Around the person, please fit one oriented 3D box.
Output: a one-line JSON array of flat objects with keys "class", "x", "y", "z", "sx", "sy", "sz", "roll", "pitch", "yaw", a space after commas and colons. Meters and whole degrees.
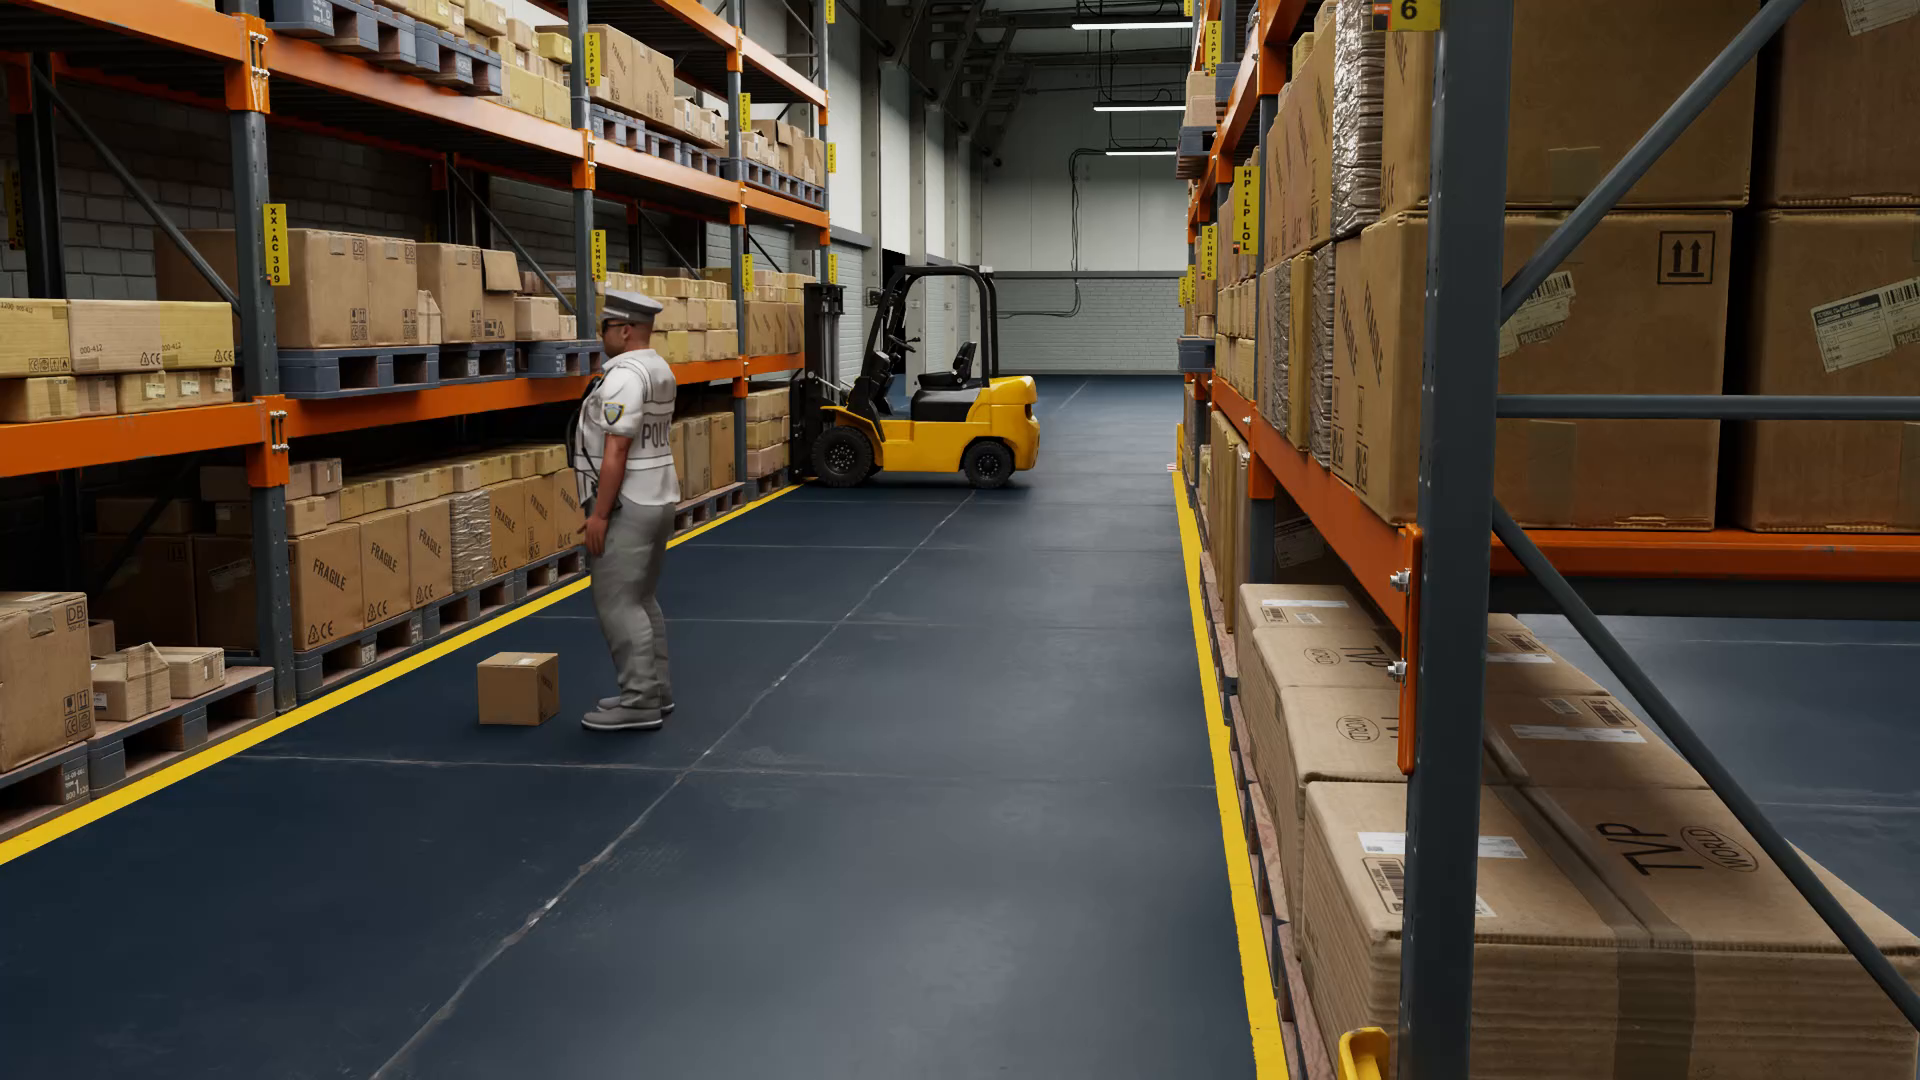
[{"class": "person", "x": -1.346, "y": -0.127, "z": 6.695, "sx": 0.398, "sy": 1.762, "sz": 0.534, "roll": 1, "pitch": 8, "yaw": 8}]
